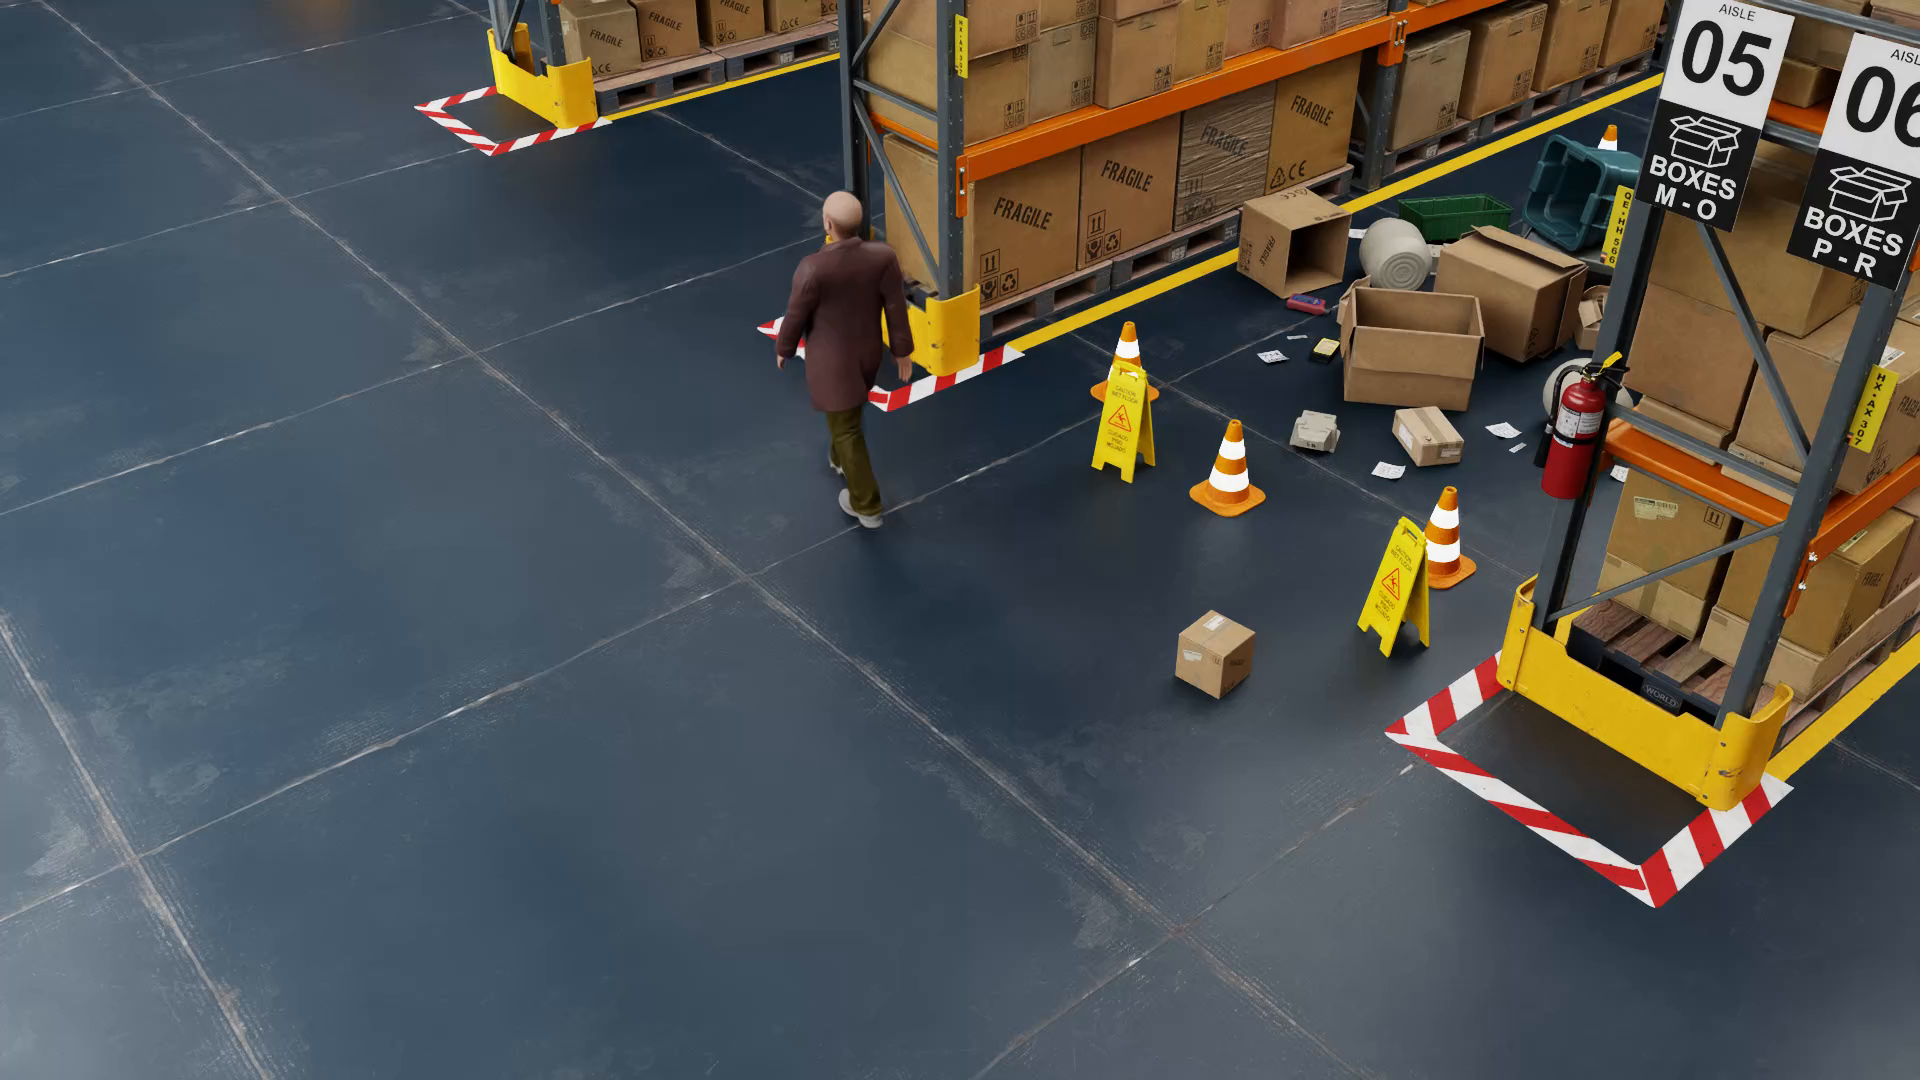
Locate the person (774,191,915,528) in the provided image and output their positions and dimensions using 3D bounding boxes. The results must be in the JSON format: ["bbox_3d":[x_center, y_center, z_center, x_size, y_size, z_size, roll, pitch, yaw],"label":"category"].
[{"bbox_3d":[-0.614,-0.944,8.424,0.627,1.810,0.815,-22,41,-27],"label":"person"}]
